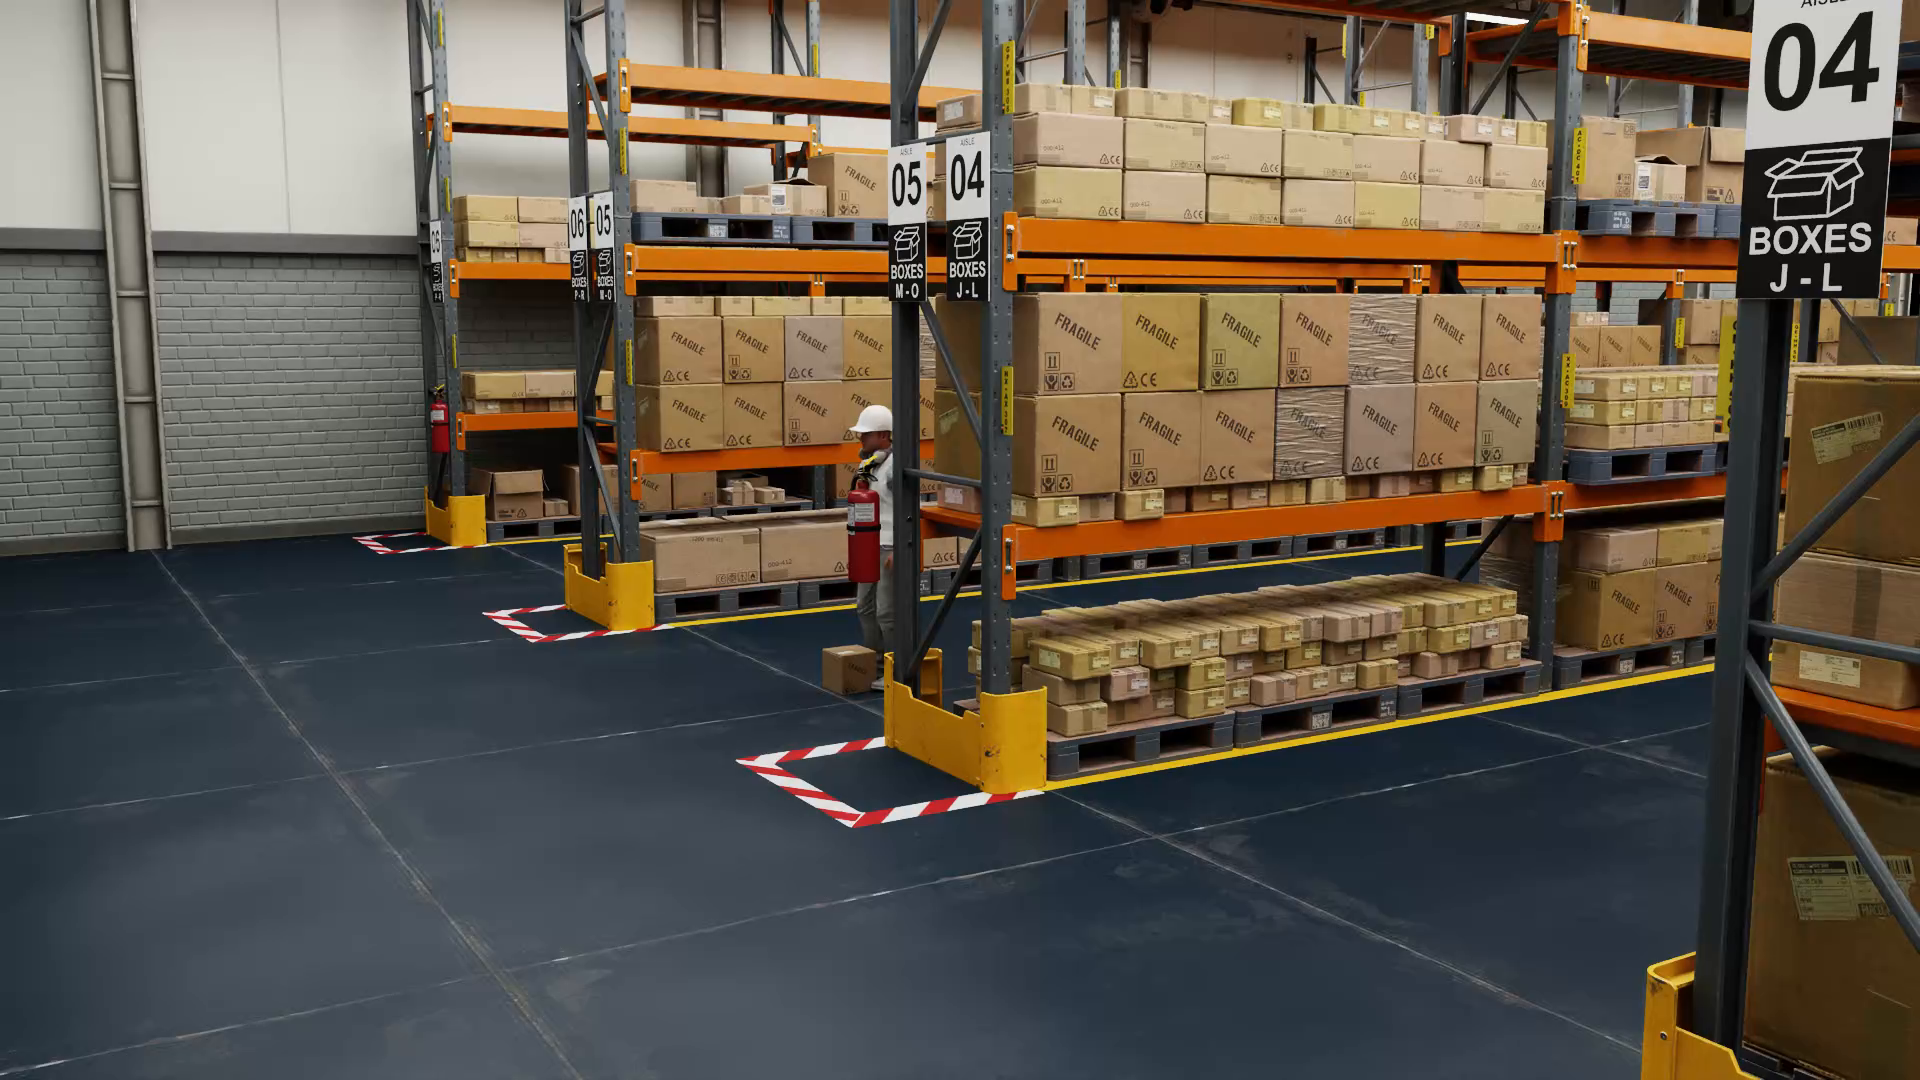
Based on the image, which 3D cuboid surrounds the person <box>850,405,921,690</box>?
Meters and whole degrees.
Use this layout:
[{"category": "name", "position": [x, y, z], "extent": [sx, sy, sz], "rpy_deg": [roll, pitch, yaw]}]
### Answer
[{"category": "person", "position": [-0.478, 0.038, 10.455], "extent": [0.460, 1.772, 0.581], "rpy_deg": [-5, 9, -30]}]
